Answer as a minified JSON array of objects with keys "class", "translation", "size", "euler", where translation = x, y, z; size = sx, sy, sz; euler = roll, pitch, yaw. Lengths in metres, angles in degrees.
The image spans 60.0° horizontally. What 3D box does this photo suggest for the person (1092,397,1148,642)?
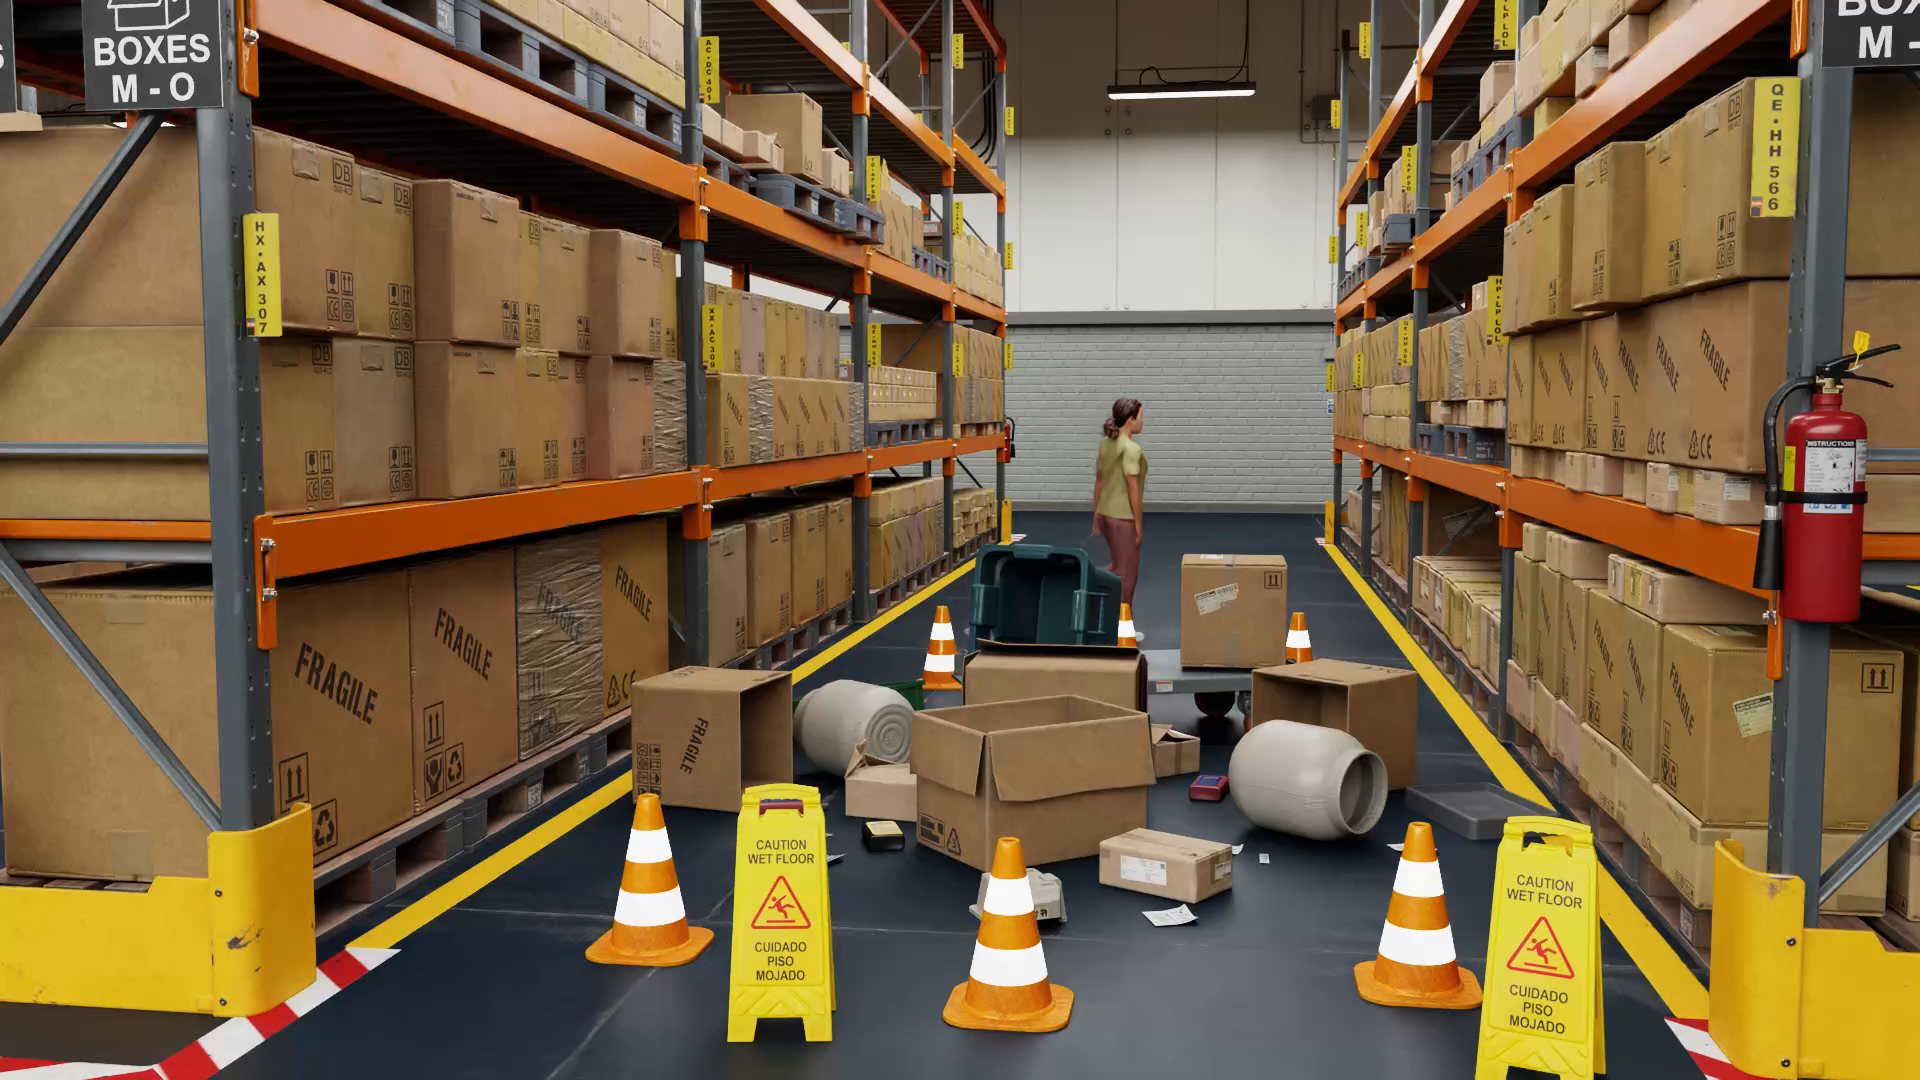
[{"class":"person","translation":[1.064,-0.127,11.207],"size":[0.503,1.667,0.503],"euler":[-2,5,-24]}]
